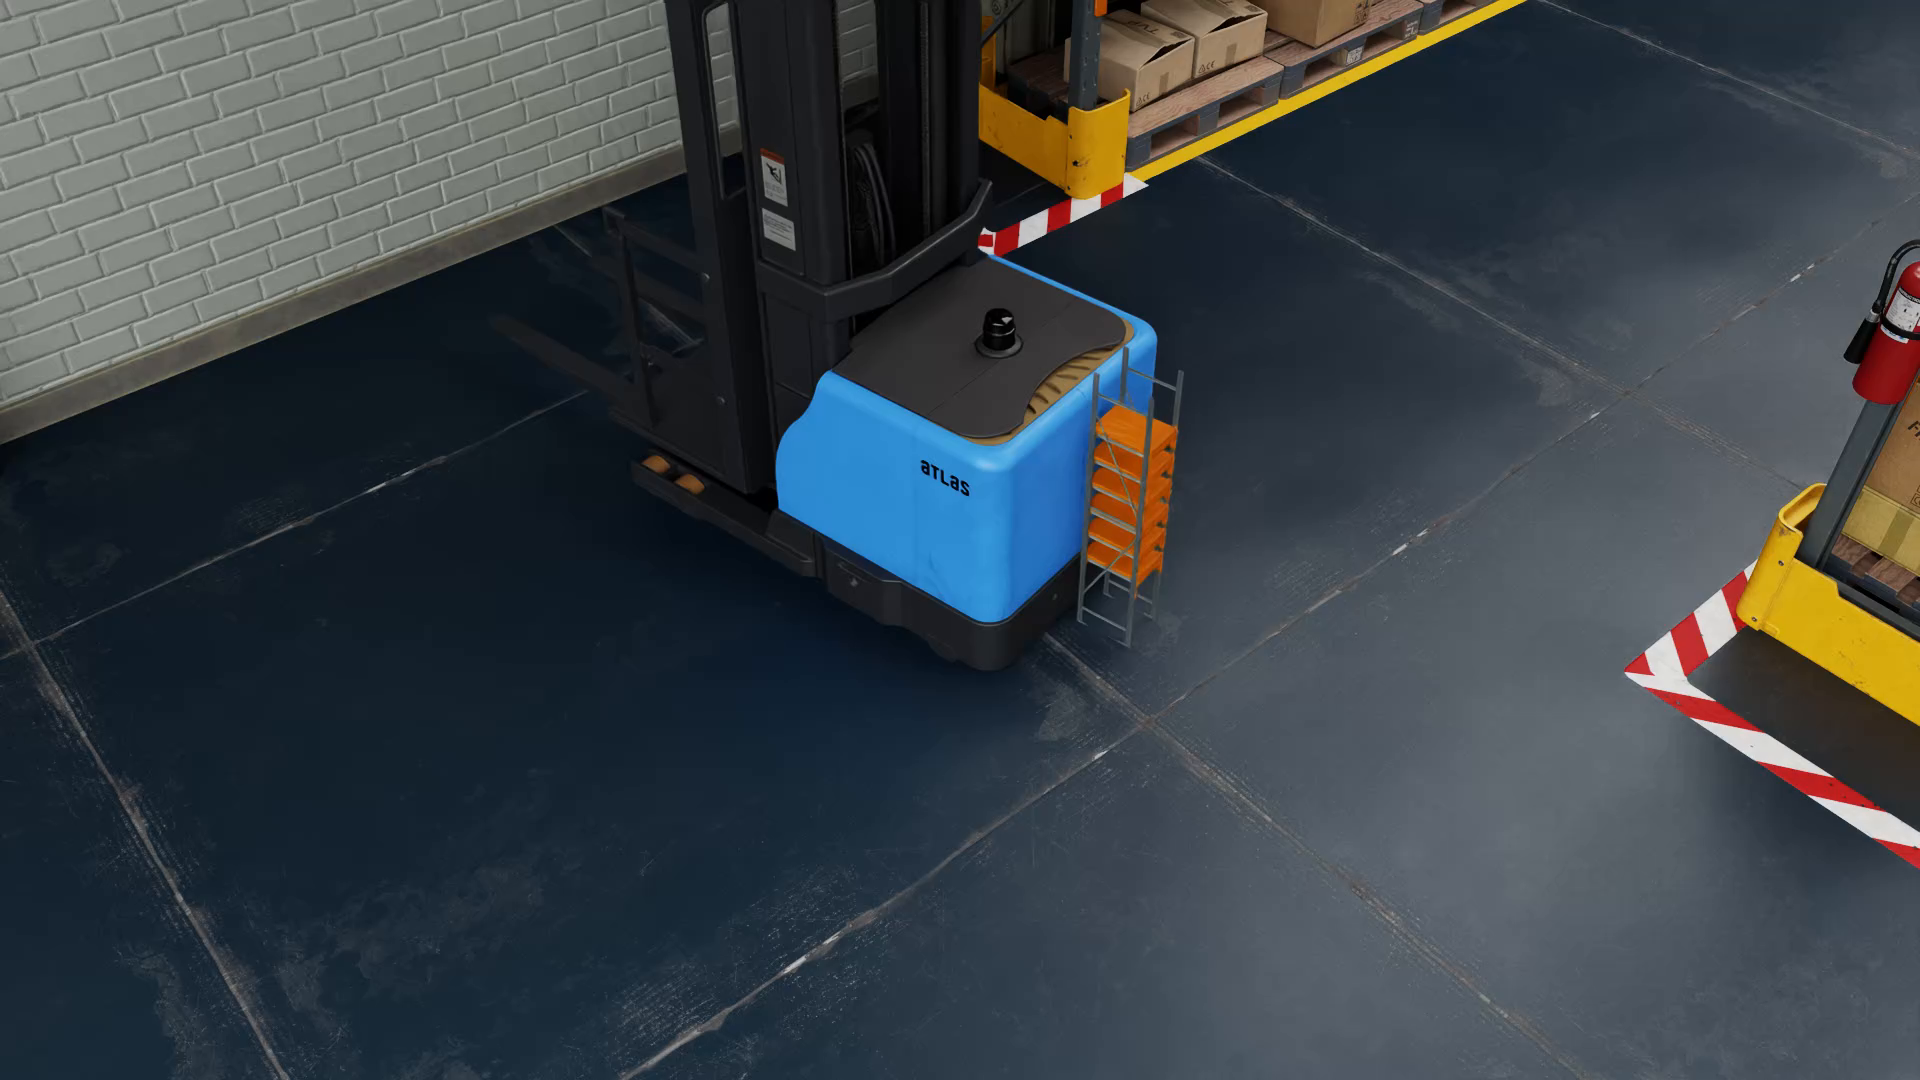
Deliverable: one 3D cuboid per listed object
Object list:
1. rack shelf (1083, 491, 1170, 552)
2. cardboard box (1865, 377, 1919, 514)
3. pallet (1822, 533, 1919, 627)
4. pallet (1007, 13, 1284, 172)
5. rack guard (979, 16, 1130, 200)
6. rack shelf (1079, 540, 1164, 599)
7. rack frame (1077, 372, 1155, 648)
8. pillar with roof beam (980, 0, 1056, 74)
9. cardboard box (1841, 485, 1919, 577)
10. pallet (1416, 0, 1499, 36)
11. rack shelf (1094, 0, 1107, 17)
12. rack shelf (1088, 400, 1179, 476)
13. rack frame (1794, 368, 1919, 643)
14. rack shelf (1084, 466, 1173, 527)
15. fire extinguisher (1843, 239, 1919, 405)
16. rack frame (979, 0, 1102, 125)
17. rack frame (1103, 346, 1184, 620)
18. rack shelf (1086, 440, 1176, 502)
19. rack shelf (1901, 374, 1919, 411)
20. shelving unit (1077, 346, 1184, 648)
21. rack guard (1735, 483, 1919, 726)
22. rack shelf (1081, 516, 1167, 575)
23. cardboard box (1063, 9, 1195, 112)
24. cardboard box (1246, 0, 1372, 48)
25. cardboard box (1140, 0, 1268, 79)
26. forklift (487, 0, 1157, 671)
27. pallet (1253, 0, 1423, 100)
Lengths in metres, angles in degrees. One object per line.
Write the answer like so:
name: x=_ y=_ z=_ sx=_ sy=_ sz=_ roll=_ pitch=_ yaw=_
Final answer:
rack shelf: x=0.603 y=-0.095 z=6.040 sx=0.258 sy=0.103 sz=0.180 roll=27 pitch=50 yaw=26
cardboard box: x=3.728 y=-0.407 z=6.146 sx=0.500 sy=0.500 sz=0.500 roll=-30 pitch=51 yaw=-28
pallet: x=4.067 y=0.068 z=6.524 sx=1.213 sy=0.211 sz=1.003 roll=-30 pitch=51 yaw=-28
pallet: x=1.030 y=-2.546 z=9.306 sx=1.213 sy=0.211 sz=1.003 roll=-30 pitch=51 yaw=-28
rack guard: x=0.384 y=-2.313 z=8.847 sx=0.348 sy=0.500 sz=1.175 roll=-30 pitch=51 yaw=-28
rack shelf: x=0.603 y=0.080 z=6.204 sx=0.258 sy=0.103 sz=0.180 roll=27 pitch=50 yaw=26
rack frame: x=0.548 y=-0.077 z=5.956 sx=0.240 sy=1.200 sz=0.006 roll=27 pitch=50 yaw=26
pillar with roof beam: x=3.070 y=-3.878 z=4.306 sx=0.400 sy=9.000 sz=9.100 roll=-30 pitch=51 yaw=-28
cardboard box: x=3.729 y=-0.132 z=6.401 sx=0.500 sy=0.250 sz=0.500 roll=-30 pitch=51 yaw=-28
pallet: x=2.902 y=-3.617 z=10.447 sx=1.213 sy=0.211 sz=1.003 roll=-30 pitch=51 yaw=-28
rack shelf: x=1.860 y=-3.807 z=9.138 sx=4.000 sy=0.370 sz=1.077 roll=-30 pitch=51 yaw=-28
rack shelf: x=0.603 y=-0.357 z=5.793 sx=0.258 sy=0.103 sz=0.180 roll=27 pitch=50 yaw=26
rack frame: x=3.507 y=-0.591 z=5.188 sx=0.127 sy=3.000 sz=1.000 roll=-30 pitch=51 yaw=-28
rack shelf: x=0.603 y=-0.182 z=5.957 sx=0.258 sy=0.103 sz=0.180 roll=27 pitch=50 yaw=26
fire extinguisher: x=3.118 y=-0.755 z=5.419 sx=0.183 sy=0.674 sz=0.296 roll=-30 pitch=51 yaw=-28
rack frame: x=0.326 y=-3.190 z=7.956 sx=0.127 sy=3.000 sz=1.000 roll=-30 pitch=51 yaw=-28
rack frame: x=0.658 y=-0.177 z=6.062 sx=0.240 sy=1.200 sz=0.006 roll=27 pitch=50 yaw=26
rack shelf: x=0.603 y=-0.270 z=5.875 sx=0.258 sy=0.103 sz=0.180 roll=27 pitch=50 yaw=26
rack shelf: x=5.041 y=-1.207 z=6.370 sx=4.000 sy=0.370 sz=1.077 roll=-30 pitch=51 yaw=-28
shelving unit: x=0.603 y=-0.127 z=6.009 sx=0.258 sy=1.200 sz=0.189 roll=27 pitch=50 yaw=26
rack guard: x=3.489 y=0.331 z=6.032 sx=0.348 sy=0.500 sz=1.175 roll=-30 pitch=51 yaw=-28
rack shelf: x=0.603 y=-0.007 z=6.122 sx=0.258 sy=0.103 sz=0.180 roll=27 pitch=50 yaw=26
cardboard box: x=0.914 y=-2.627 z=8.999 sx=0.500 sy=0.311 sz=0.500 roll=33 pitch=52 yaw=30
cardboard box: x=1.947 y=-3.243 z=9.516 sx=0.500 sy=0.500 sz=0.700 roll=-33 pitch=52 yaw=-30
cardboard box: x=1.352 y=-2.878 z=9.266 sx=0.500 sy=0.311 sz=0.500 roll=-26 pitch=49 yaw=-25
forklift: x=-0.738 y=-1.429 z=6.130 sx=3.031 sy=2.935 sz=1.130 roll=28 pitch=50 yaw=27
pallet: x=1.965 y=-3.079 z=9.874 sx=1.213 sy=0.211 sz=1.003 roll=-30 pitch=51 yaw=-28
